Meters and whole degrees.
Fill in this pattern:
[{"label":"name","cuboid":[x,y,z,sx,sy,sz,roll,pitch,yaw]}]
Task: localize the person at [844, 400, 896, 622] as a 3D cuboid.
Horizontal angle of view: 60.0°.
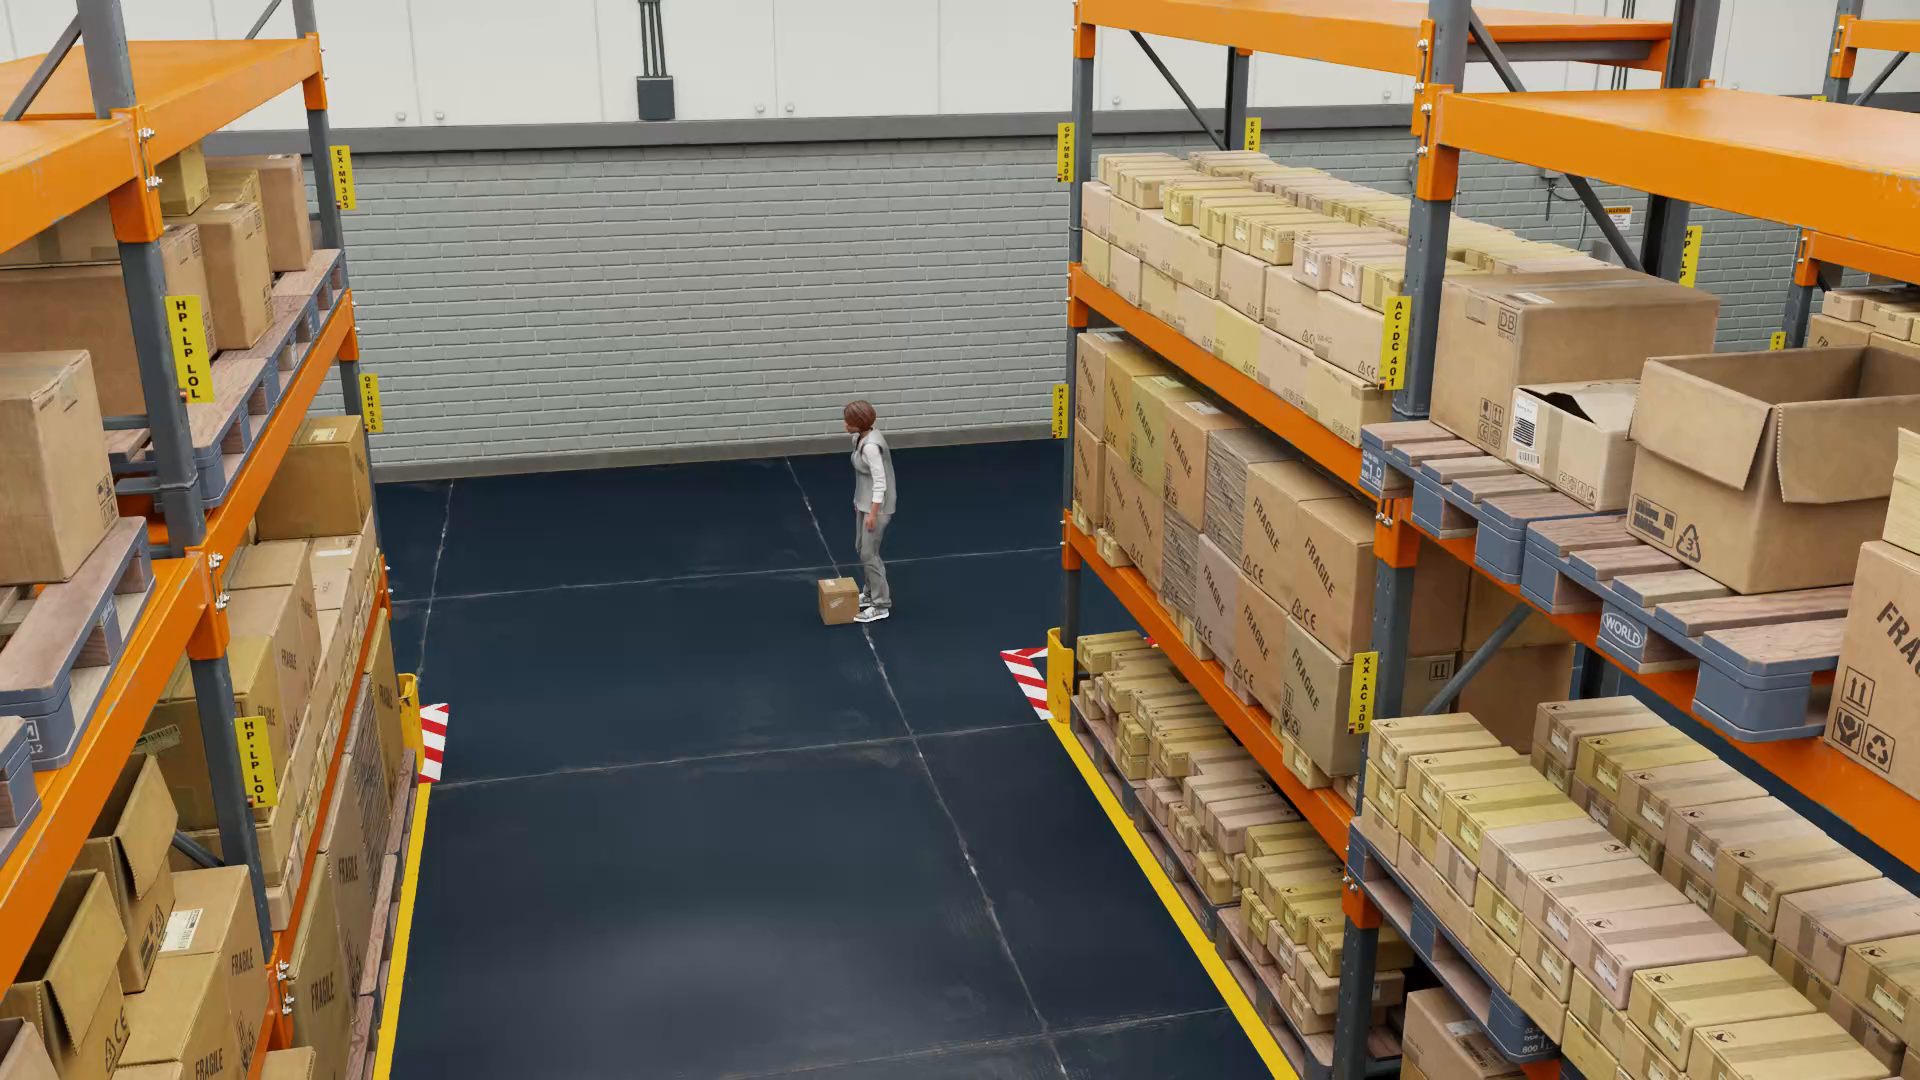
[{"label":"person","cuboid":[-0.634,-0.217,11.688,0.350,1.591,0.471,-5,20,-13]}]
